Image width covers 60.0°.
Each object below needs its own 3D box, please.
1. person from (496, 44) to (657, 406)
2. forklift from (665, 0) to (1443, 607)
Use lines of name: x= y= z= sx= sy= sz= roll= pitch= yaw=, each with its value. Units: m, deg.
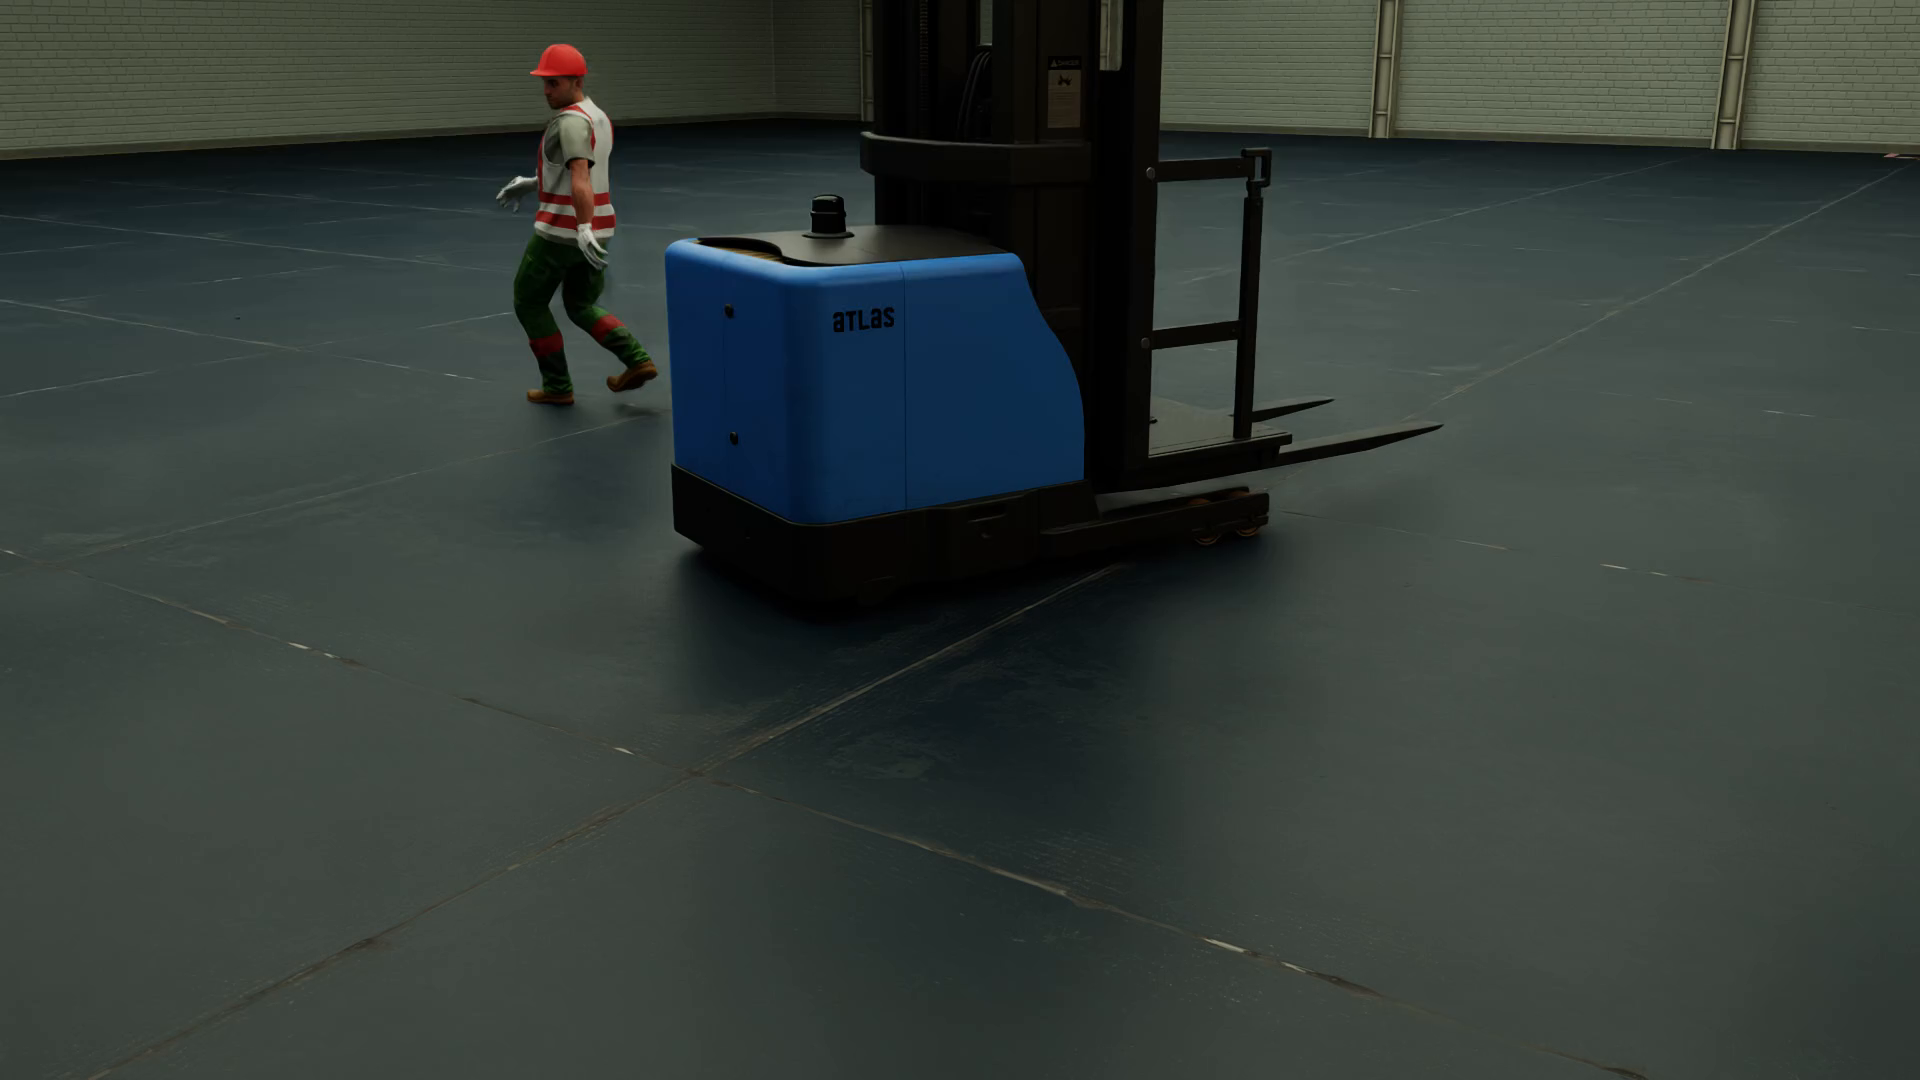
person: x=-1.833 y=-1.460 z=7.876 sx=0.782 sy=1.706 sz=0.628 roll=8 pitch=18 yaw=24
forklift: x=0.510 y=-1.500 z=5.849 sx=3.031 sy=2.935 sz=1.130 roll=-11 pitch=20 yaw=-32
